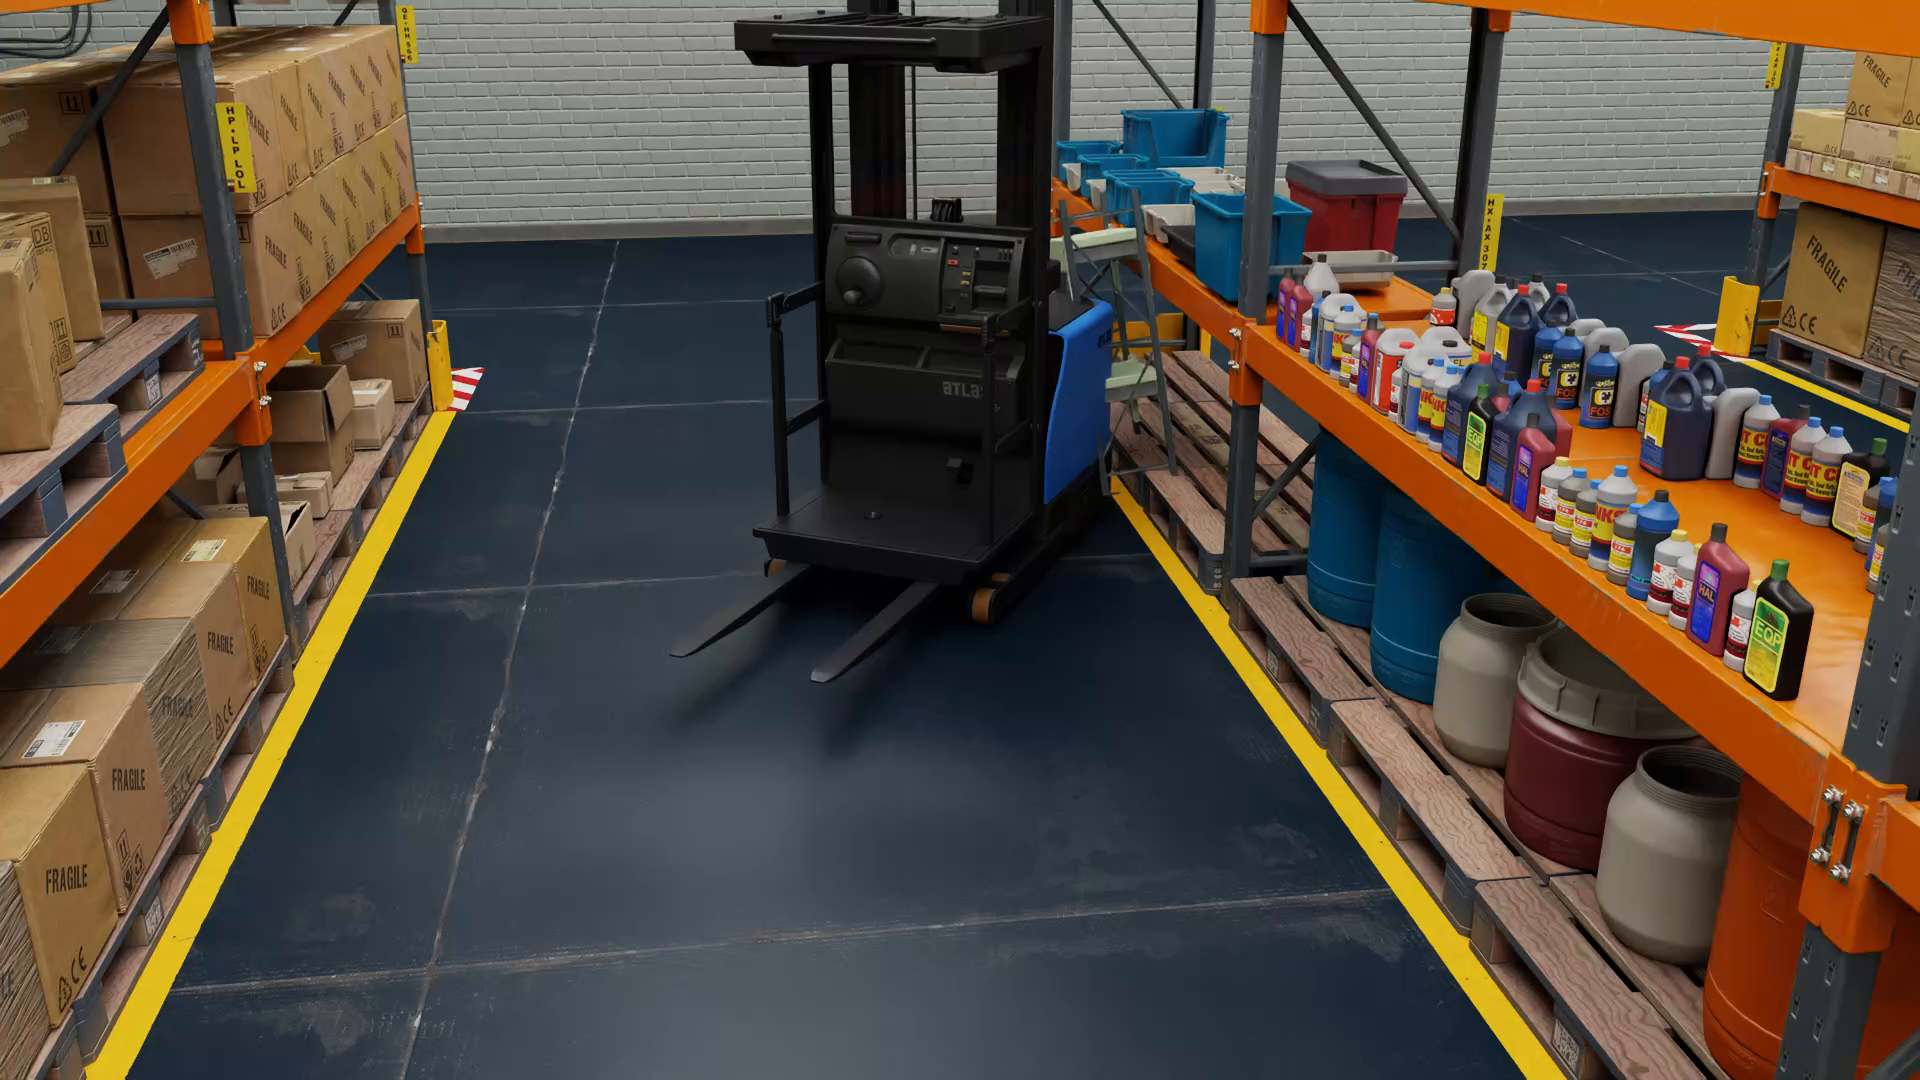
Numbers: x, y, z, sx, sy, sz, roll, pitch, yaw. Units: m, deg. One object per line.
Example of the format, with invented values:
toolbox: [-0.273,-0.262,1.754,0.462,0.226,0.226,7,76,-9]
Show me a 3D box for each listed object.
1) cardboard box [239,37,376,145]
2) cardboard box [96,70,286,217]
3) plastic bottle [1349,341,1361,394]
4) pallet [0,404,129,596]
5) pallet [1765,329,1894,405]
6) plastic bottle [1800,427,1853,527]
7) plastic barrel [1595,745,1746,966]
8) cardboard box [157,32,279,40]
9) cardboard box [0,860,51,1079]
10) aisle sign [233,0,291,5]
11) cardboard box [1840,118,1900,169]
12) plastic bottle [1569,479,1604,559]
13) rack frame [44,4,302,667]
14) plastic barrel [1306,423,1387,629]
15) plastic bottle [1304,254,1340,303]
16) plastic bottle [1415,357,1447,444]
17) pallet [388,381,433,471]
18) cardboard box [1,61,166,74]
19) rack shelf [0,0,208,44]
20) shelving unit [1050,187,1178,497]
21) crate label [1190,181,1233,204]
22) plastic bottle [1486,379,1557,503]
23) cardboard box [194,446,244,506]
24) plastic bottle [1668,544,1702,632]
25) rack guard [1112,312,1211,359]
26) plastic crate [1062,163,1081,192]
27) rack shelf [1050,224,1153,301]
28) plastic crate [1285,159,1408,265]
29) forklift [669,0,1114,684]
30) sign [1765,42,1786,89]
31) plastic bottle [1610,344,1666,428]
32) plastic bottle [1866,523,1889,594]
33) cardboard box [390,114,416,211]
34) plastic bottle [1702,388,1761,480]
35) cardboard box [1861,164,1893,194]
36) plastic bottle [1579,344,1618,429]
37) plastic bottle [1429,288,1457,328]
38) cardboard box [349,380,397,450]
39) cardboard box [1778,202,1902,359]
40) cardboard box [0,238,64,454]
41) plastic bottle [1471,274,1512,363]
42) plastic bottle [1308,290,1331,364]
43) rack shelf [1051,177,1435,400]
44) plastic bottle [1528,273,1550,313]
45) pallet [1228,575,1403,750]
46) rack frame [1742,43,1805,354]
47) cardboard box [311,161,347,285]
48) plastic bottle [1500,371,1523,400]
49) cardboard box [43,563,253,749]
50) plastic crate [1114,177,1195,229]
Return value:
cardboard box: [-3.318,-2.287,8.481,0.500,0.500,0.500,-2,21,-6]
cardboard box: [-3.021,-1.574,6.571,0.500,0.500,0.500,-2,21,-6]
plastic bottle: [1.431,-0.622,5.877,0.097,0.201,0.097,0,20,0]
pallet: [-2.939,-0.080,4.416,1.003,0.211,1.213,-3,21,-8]
pallet: [6.188,-1.185,11.088,1.003,0.211,1.213,-3,21,-8]
plastic bottle: [2.396,-0.179,4.591,0.097,0.271,0.097,0,20,0]
plastic barrel: [1.991,0.864,4.570,0.421,0.512,0.421,0,20,0]
cardboard box: [-3.922,-2.434,8.874,0.500,0.500,0.500,-3,21,-7]
cardboard box: [-2.518,1.116,3.886,0.500,0.500,0.500,-4,21,-10]
aisle sign: [-4.108,-3.493,9.565,0.394,0.787,0.004,-3,21,-8]
cardboard box: [5.879,-2.474,10.343,0.500,0.250,0.500,-3,21,-8]
plastic bottle: [1.665,-0.060,4.373,0.097,0.201,0.097,0,20,0]
rack frame: [-3.231,-0.881,6.289,1.000,3.000,0.127,-3,21,-8]
plastic barrel: [1.733,-0.154,6.741,0.600,0.901,0.708,-3,21,-8]
plastic bottle: [1.407,-0.955,6.555,0.144,0.351,0.185,-3,21,-8]
plastic bottle: [1.517,-0.448,5.311,0.097,0.271,0.097,0,20,0]
pallet: [-3.681,-0.657,9.675,1.003,0.211,1.213,-3,21,-8]
cardboard box: [-3.637,-1.736,7.005,0.500,0.500,0.500,-3,21,-9]
rack shelf: [-2.943,-1.257,4.036,1.077,0.370,4.000,-3,21,-8]
shelving unit: [0.755,-1.049,8.707,0.431,1.500,0.755,-11,11,-5]
crate label: [1.483,-1.950,9.441,0.396,0.136,0.243,-3,21,-8]
plastic bottle: [1.621,-0.293,4.785,0.144,0.351,0.185,-3,21,-8]
cardboard box: [-3.702,-0.270,7.867,0.500,0.311,0.500,-3,21,-8]
plastic bottle: [1.735,0.109,3.921,0.097,0.201,0.097,0,20,0]
rack guard: [1.078,-1.351,11.120,1.175,0.500,0.348,-3,21,-8]
plastic crate: [0.769,-2.202,10.116,0.250,0.136,0.298,-3,21,-8]
rack shelf: [0.692,-1.426,8.630,0.431,0.370,0.720,-11,11,-5]
plastic crate: [1.791,-1.510,7.794,0.402,0.464,0.583,-3,21,-8]
forklift: [-0.239,-1.169,7.158,1.130,2.935,3.031,8,22,21]
sign: [5.446,-3.181,11.096,0.100,0.325,0.005,-3,21,-8]
plastic bottle: [2.226,-0.524,5.508,0.152,0.276,0.135,-3,21,-8]
plastic bottle: [2.318,0.035,4.120,0.097,0.201,0.097,0,20,0]
cardboard box: [-3.474,-2.172,9.601,0.500,0.500,0.500,-2,21,-6]
plastic bottle: [2.305,-0.333,4.998,0.152,0.276,0.135,-3,21,-8]
cardboard box: [5.835,-2.240,10.285,0.380,0.149,0.250,-3,21,-9]
plastic bottle: [2.105,-0.509,5.475,0.097,0.271,0.097,0,20,0]
plastic bottle: [1.927,-0.904,6.633,0.097,0.201,0.097,0,20,0]
cardboard box: [-3.378,-0.678,9.045,0.500,0.250,0.500,-3,21,-8]
cardboard box: [6.167,-1.748,11.047,0.875,0.875,0.875,-3,21,-8]
cardboard box: [-2.915,-0.516,4.568,0.700,0.500,0.500,-8,22,-21]
plastic bottle: [1.985,-0.798,6.135,0.144,0.351,0.185,-3,21,-8]
plastic bottle: [1.370,-0.802,6.261,0.097,0.271,0.097,0,20,0]
rack shelf: [1.383,-1.485,8.934,1.077,0.370,4.000,-3,21,-8]
plastic bottle: [2.127,-0.805,6.155,0.144,0.351,0.185,-3,21,-8]
pallet: [1.741,0.446,6.721,1.003,0.211,1.213,-3,21,-8]
rack frame: [5.996,-2.765,11.331,1.000,3.000,0.127,-3,21,-8]
cardboard box: [-3.182,-1.469,7.719,0.500,0.500,0.500,-3,21,-8]
plastic bottle: [1.688,-0.388,5.150,0.097,0.271,0.097,0,20,0]
cardboard box: [-2.813,0.412,5.771,0.500,0.500,0.500,-3,21,-8]
plastic crate: [1.037,-1.803,8.909,0.416,0.233,0.300,-3,21,-8]
